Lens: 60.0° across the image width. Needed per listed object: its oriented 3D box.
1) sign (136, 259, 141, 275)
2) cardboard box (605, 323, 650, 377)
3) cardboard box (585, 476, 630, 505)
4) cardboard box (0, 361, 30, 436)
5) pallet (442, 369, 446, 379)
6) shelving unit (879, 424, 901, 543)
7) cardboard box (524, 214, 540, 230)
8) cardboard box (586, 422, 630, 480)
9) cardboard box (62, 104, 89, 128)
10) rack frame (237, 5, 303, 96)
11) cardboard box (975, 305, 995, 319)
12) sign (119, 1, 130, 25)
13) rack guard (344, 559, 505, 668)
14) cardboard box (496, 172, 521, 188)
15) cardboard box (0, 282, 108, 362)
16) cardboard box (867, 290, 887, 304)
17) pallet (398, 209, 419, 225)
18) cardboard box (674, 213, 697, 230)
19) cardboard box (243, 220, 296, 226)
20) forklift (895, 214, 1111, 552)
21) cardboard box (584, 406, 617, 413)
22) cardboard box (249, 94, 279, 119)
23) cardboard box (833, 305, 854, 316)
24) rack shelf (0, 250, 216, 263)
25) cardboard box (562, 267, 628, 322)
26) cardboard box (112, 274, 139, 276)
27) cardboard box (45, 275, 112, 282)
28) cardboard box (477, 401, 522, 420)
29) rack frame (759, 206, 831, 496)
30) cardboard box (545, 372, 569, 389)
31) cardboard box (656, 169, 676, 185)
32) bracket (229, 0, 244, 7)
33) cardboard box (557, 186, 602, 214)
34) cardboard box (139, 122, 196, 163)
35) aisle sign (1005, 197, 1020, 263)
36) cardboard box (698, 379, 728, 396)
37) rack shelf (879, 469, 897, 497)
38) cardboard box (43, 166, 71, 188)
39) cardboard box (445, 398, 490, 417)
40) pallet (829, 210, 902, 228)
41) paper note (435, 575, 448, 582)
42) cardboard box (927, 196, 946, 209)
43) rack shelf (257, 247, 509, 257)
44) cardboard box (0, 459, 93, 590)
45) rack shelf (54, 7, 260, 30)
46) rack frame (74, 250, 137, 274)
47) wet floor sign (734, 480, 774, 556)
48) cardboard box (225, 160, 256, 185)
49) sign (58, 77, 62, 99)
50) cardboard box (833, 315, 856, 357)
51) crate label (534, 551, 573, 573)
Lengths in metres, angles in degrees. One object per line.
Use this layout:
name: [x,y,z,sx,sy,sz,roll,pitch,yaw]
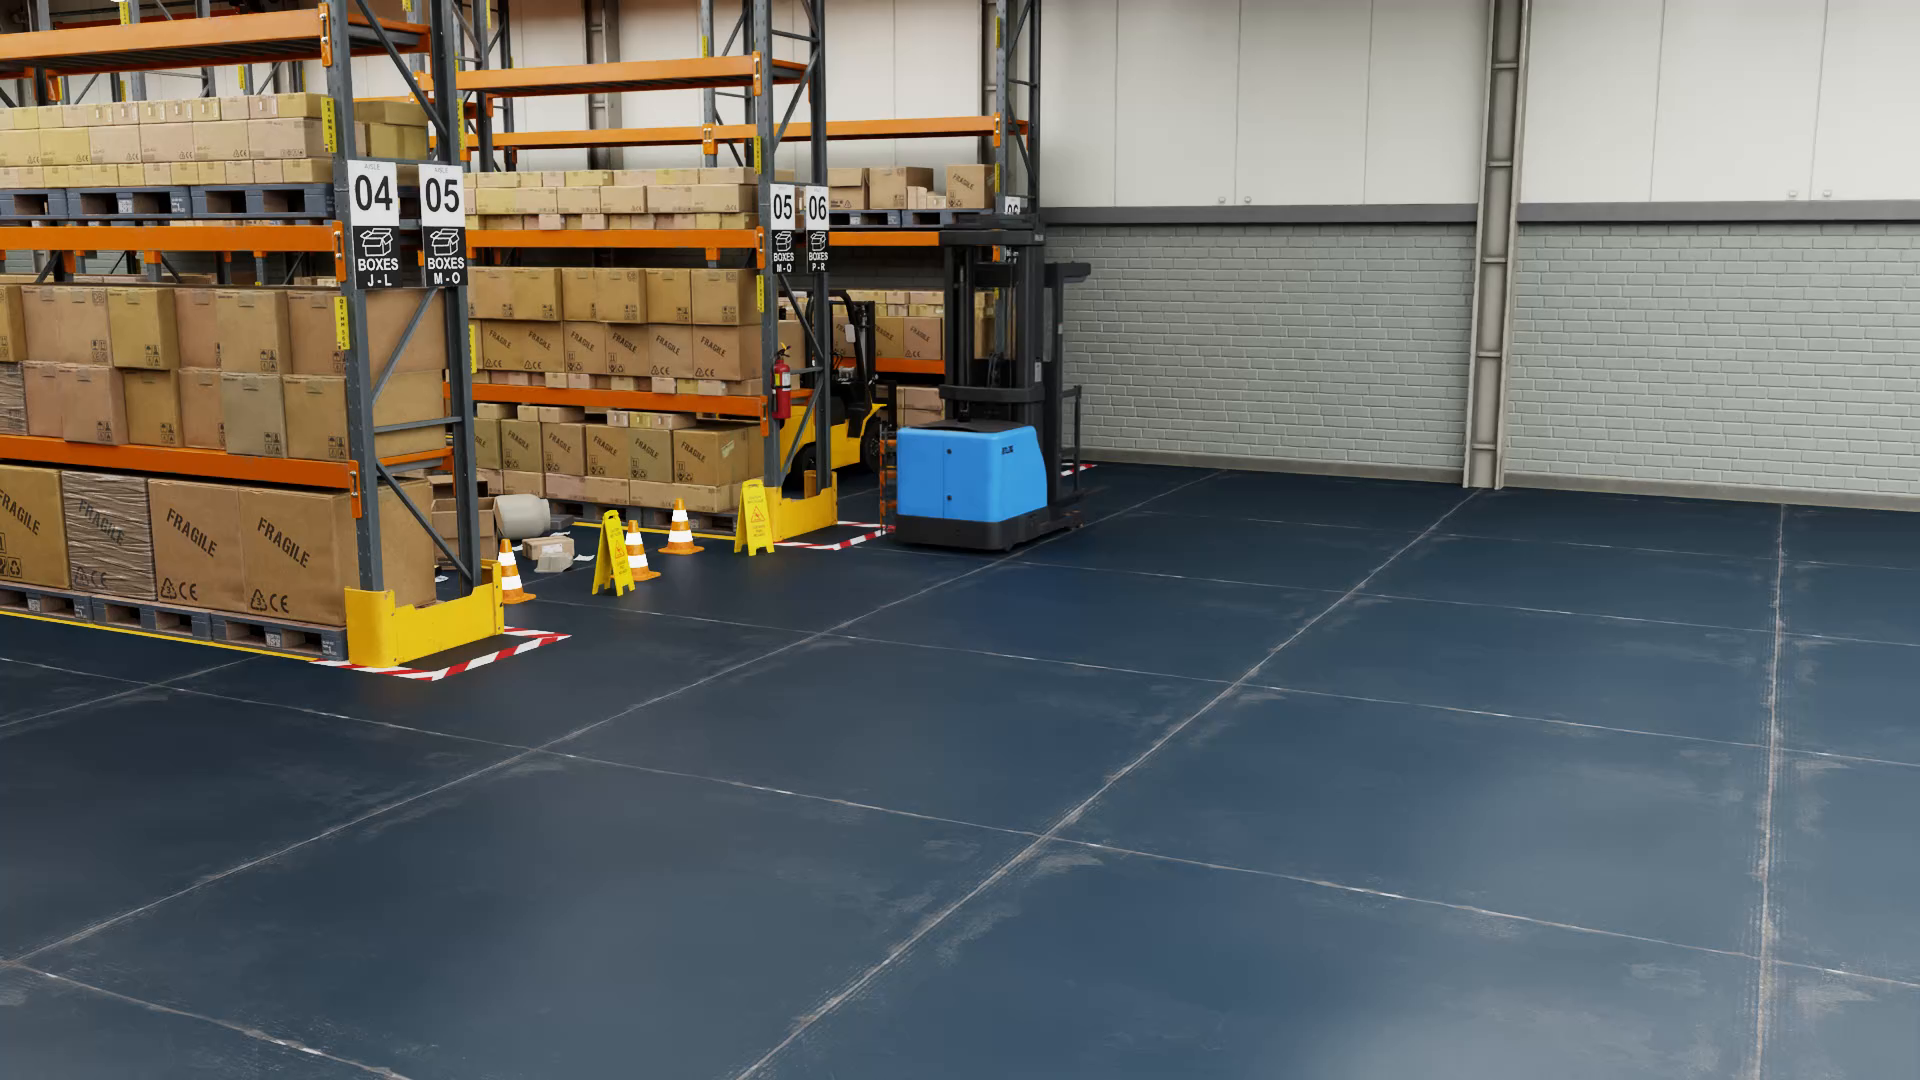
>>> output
sign: [-13.404,-4.420,27.112,0.005,0.325,0.100,5,11,26]
cardboard box: [-3.015,-1.829,15.815,0.500,0.500,0.500,5,11,26]
cardboard box: [-3.289,-0.511,16.192,0.500,0.250,0.500,5,11,24]
cardboard box: [-6.862,-1.117,12.580,0.550,0.550,0.875,5,11,26]
pallet: [-5.720,-1.858,17.634,1.213,0.211,1.003,5,11,26]
shelving unit: [-0.607,-0.519,15.171,0.215,1.050,0.252,-2,11,-13]
cardboard box: [-4.005,-3.078,16.115,0.250,0.149,0.380,5,11,24]
cardboard box: [-3.265,-0.880,16.124,0.500,0.500,0.500,5,11,24]
cardboard box: [-5.881,-2.888,11.370,0.250,0.149,0.380,5,11,26]
rack frame: [-10.080,-6.245,24.486,0.127,3.000,1.000,5,11,26]
cardboard box: [0.246,-2.698,19.633,0.250,0.149,0.380,5,11,27]
sign: [-8.928,-5.585,17.774,0.005,0.325,0.100,5,11,26]
rack guard: [-3.590,0.476,11.214,0.348,0.500,1.175,5,11,26]
cardboard box: [-4.258,-3.474,16.066,0.250,0.149,0.380,5,11,25]
cardboard box: [-6.883,-1.641,12.443,0.550,0.550,0.875,5,11,26]
cardboard box: [-0.922,-2.941,20.140,0.250,0.149,0.380,5,12,27]
pallet: [-5.605,-3.319,17.268,1.003,0.211,1.213,5,11,26]
cardboard box: [-2.416,-2.931,15.303,0.250,0.149,0.380,5,12,28]
cardboard box: [-7.306,-3.596,17.982,0.637,0.503,0.797,5,11,26]
forklift: [0.551,-1.561,15.646,1.130,2.935,3.031,5,12,27]
cardboard box: [-4.746,-1.861,22.599,0.625,0.625,0.875,5,11,23]
cardboard box: [-4.287,-2.748,10.597,0.250,0.149,0.380,5,11,26]
cardboard box: [-1.359,-2.839,20.409,0.250,0.149,0.380,5,11,25]
rack shelf: [-10.480,-3.464,19.565,4.000,0.370,1.077,5,11,26]
cardboard box: [-3.406,-2.373,16.017,0.500,0.500,0.700,5,11,25]
cardboard box: [-9.926,-2.884,19.676,0.500,0.500,0.500,5,12,27]
cardboard box: [-10.172,-2.804,19.232,0.500,0.500,0.500,5,11,26]
cardboard box: [-4.604,-1.302,16.636,0.250,0.149,0.380,5,11,27]
rack frame: [-1.512,-1.554,15.414,0.127,3.000,1.000,5,11,26]
cardboard box: [-3.815,-1.567,16.193,0.250,0.149,0.380,5,11,26]
cardboard box: [-2.602,-3.350,15.382,0.250,0.149,0.380,5,11,26]
bracket: [-10.835,-8.191,25.132,0.430,0.232,0.235,5,11,26]
cardboard box: [-3.462,-3.219,15.779,0.500,0.250,0.500,5,11,26]
cardboard box: [-5.072,-2.633,11.080,0.500,0.250,0.500,5,11,25]
aisle sign: [0.610,-3.574,19.277,0.004,0.787,0.394,5,11,26]
cardboard box: [-2.218,-1.428,15.423,0.250,0.149,0.380,5,11,25]
rack shelf: [-0.607,-0.509,15.173,0.215,0.259,0.240,-2,11,-13]
cardboard box: [-6.109,-2.516,11.553,0.250,0.149,0.380,5,11,25]
cardboard box: [-6.967,-1.953,23.459,0.500,0.500,0.500,5,12,27]
pallet: [-1.040,-3.935,20.397,1.213,0.211,1.003,5,11,26]
paper note: [-4.229,0.315,13.429,0.144,0.017,0.142,-10,14,-43]
cardboard box: [-0.196,-3.972,19.598,0.250,0.149,0.380,5,11,24]
rack shelf: [-8.287,-4.257,23.947,4.000,0.370,1.077,5,11,26]
cardboard box: [-6.665,-0.171,12.560,0.875,0.875,0.875,5,11,27]
rack shelf: [-11.874,-7.684,25.125,4.000,0.370,1.077,5,11,26]
rack frame: [-13.667,-3.608,26.762,0.127,3.000,1.000,5,11,26]
wet floor sign: [-1.815,-0.210,14.597,0.267,0.644,0.232,-10,14,-43]
cardboard box: [-4.516,-2.376,10.778,0.250,0.149,0.380,5,11,27]
sign: [-13.908,-6.972,25.659,0.005,0.325,0.100,5,11,26]
cardboard box: [-1.253,-2.514,20.436,0.500,0.500,0.500,5,11,26]
crate label: [-3.387,0.179,13.878,0.298,0.136,0.250,-1,10,-4]
